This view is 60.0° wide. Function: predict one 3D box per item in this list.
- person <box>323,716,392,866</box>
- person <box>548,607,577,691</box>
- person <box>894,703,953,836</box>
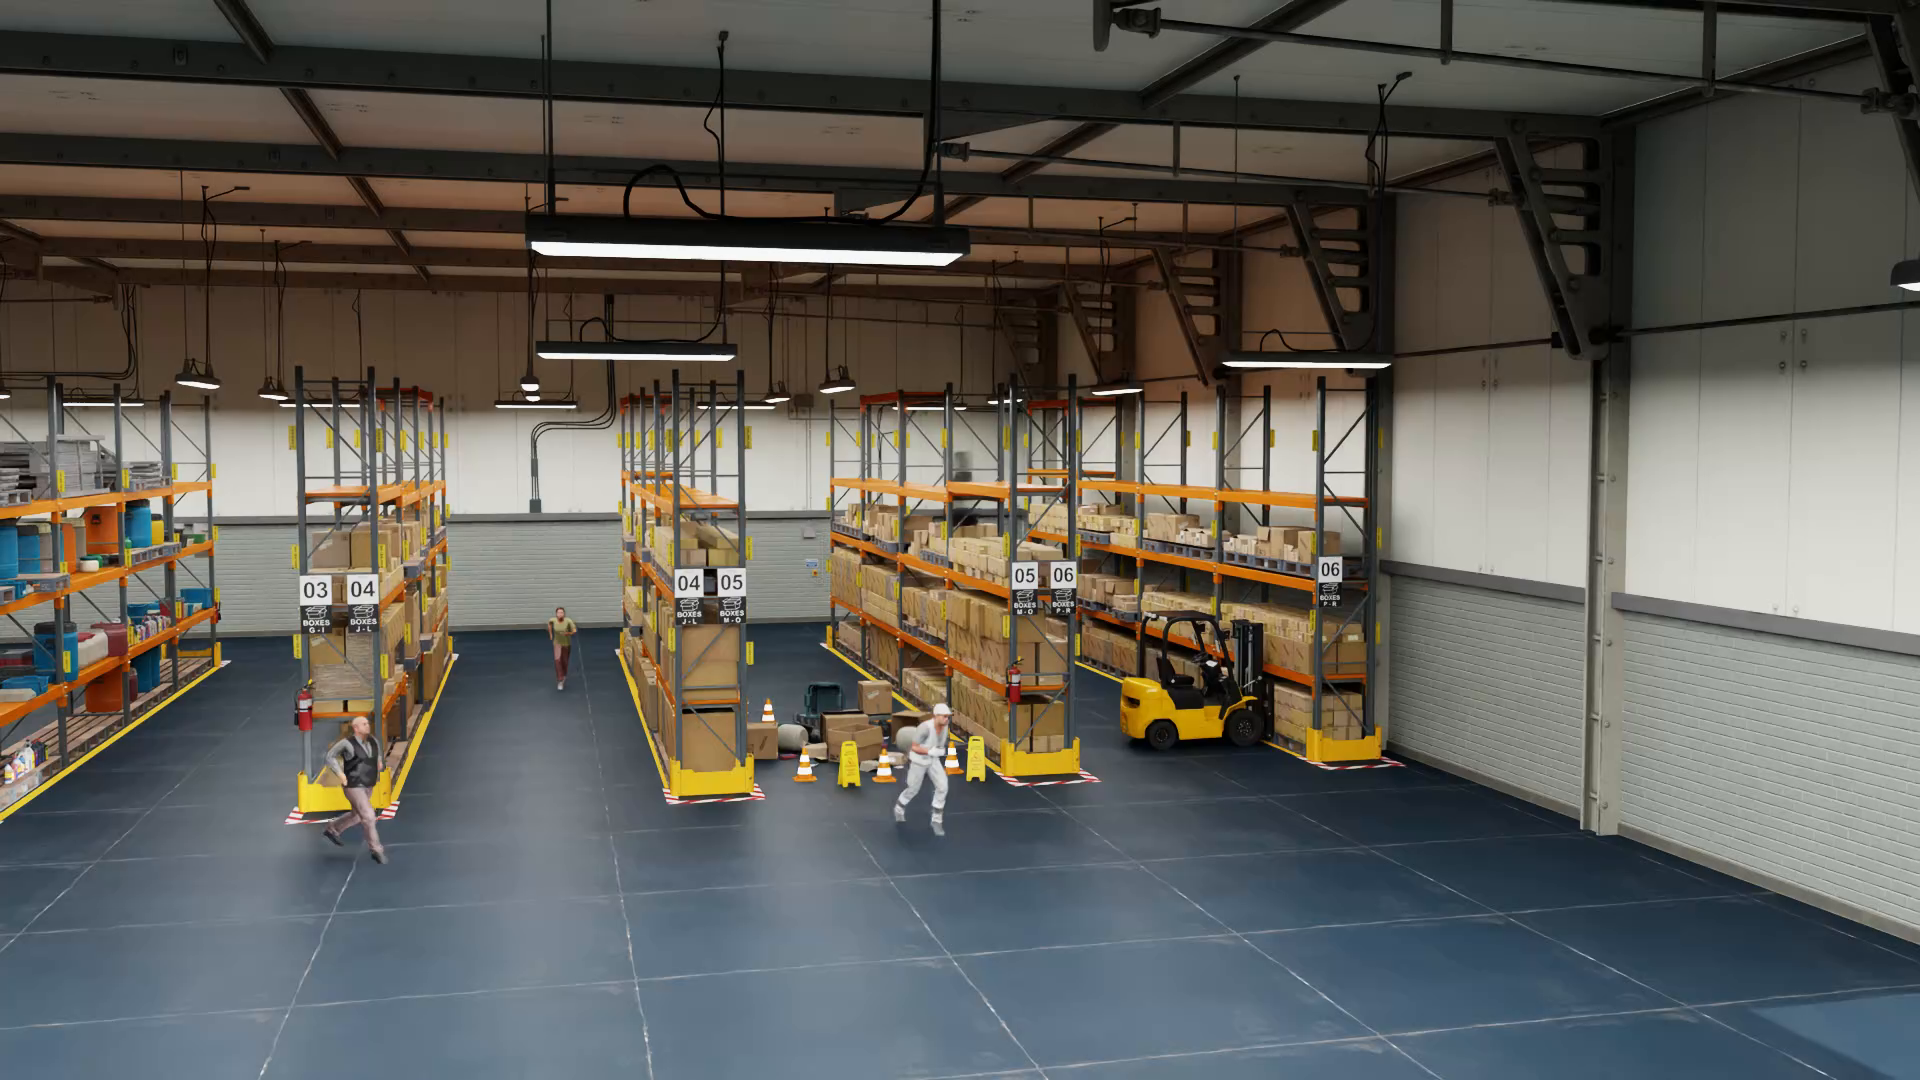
[{"bbox_3d":[-7.187,2.977,19.845,1.055,1.769,0.624,1,4,19],"label":"person"},{"bbox_3d":[-8.081,2.170,33.815,0.579,1.674,1.019,-1,3,-13],"label":"person"},{"bbox_3d":[-0.465,2.913,21.330,0.705,1.728,1.033,-3,5,-44],"label":"person"}]
